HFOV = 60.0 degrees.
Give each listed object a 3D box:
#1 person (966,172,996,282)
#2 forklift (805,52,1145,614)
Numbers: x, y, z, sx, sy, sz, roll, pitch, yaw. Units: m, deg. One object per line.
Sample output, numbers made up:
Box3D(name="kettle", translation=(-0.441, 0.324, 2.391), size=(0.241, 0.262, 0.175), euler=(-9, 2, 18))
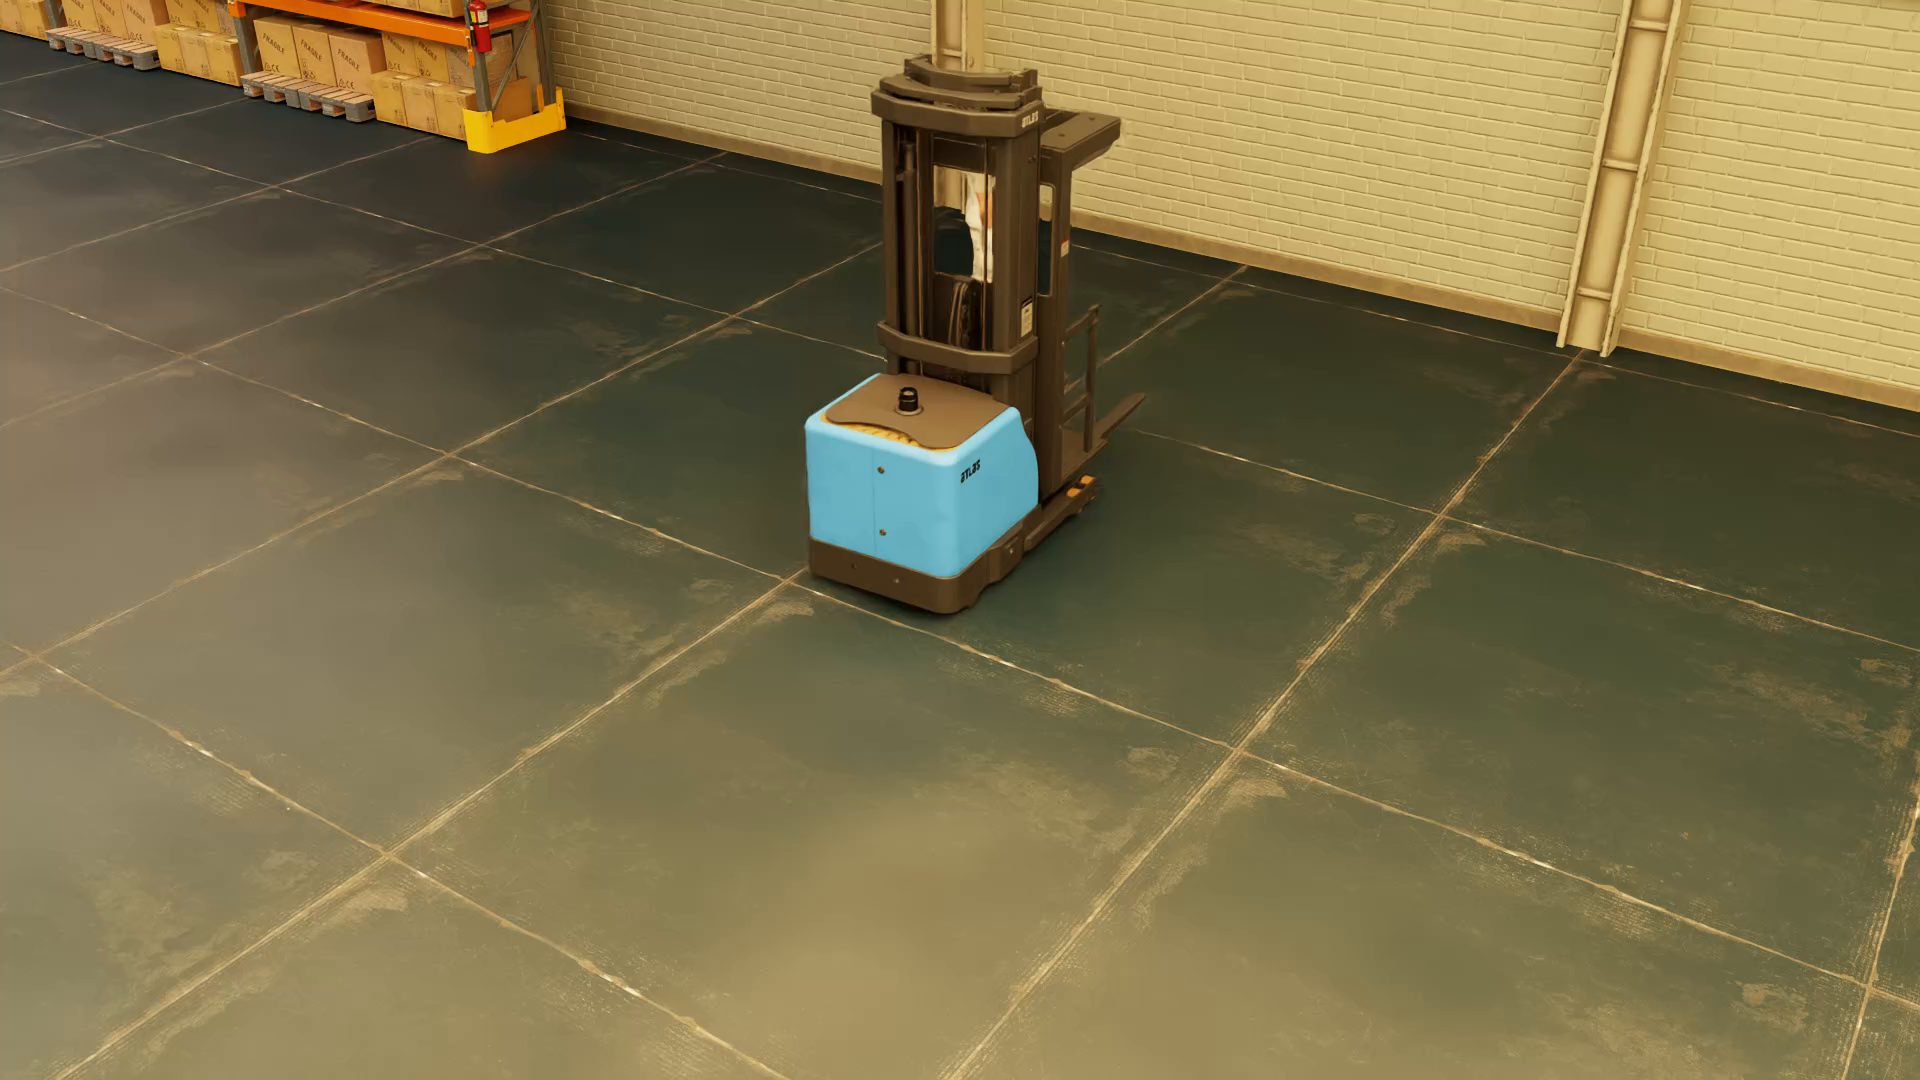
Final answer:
Box3D(name="person", translation=(0.227, -2.446, 12.931), size=(0.374, 1.794, 0.535), euler=(-3, 30, -5))
Box3D(name="forklift", translation=(0.268, -1.546, 10.243), size=(1.130, 2.935, 3.031), euler=(16, 34, 26))
